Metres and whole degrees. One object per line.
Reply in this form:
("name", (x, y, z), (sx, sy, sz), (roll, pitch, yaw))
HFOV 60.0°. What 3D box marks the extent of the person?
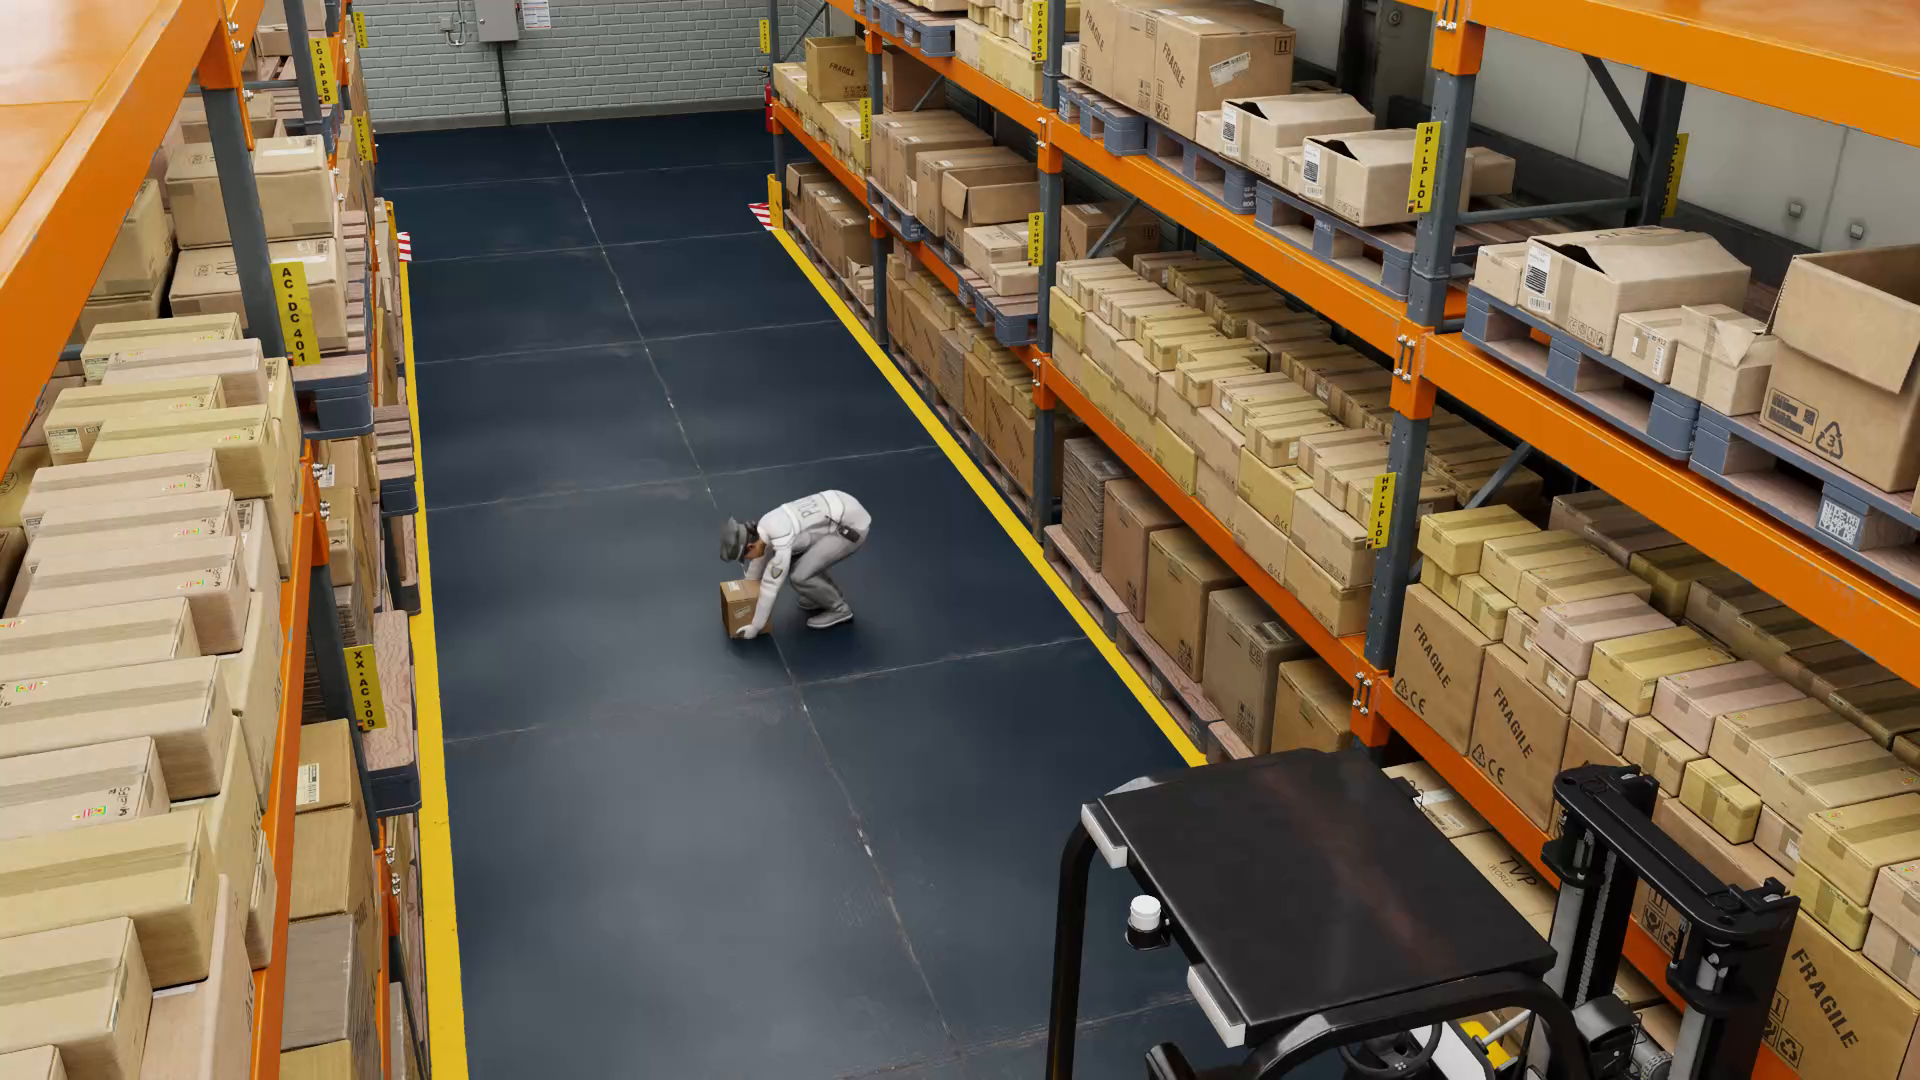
("person", (-0.972, 0.140, 9.866), (0.908, 0.790, 0.464), (-9, 28, -18))
